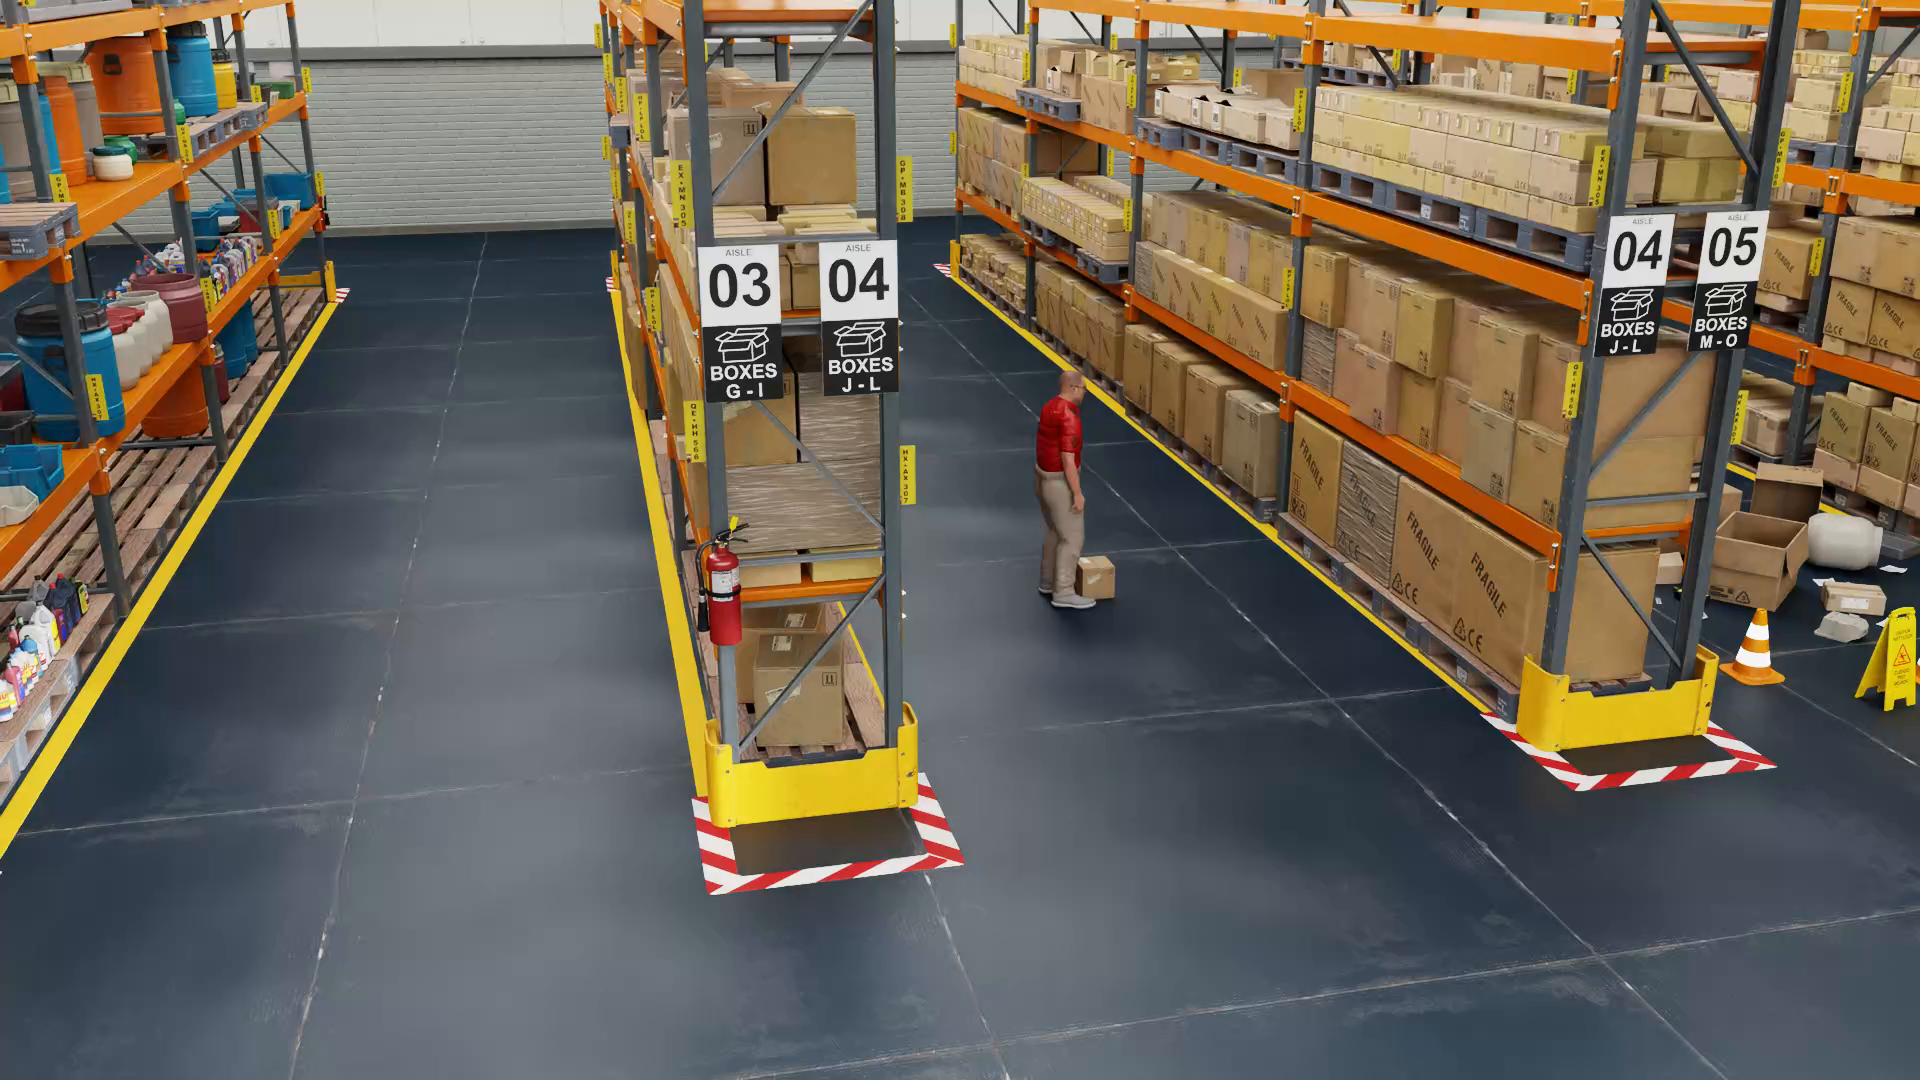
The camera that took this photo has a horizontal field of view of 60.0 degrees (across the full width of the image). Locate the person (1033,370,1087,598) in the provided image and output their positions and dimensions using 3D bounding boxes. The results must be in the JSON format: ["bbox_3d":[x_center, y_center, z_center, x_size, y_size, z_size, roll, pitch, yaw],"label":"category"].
[{"bbox_3d":[0.745,-0.424,12.184,0.371,1.655,0.588,-6,20,-16],"label":"person"}]
